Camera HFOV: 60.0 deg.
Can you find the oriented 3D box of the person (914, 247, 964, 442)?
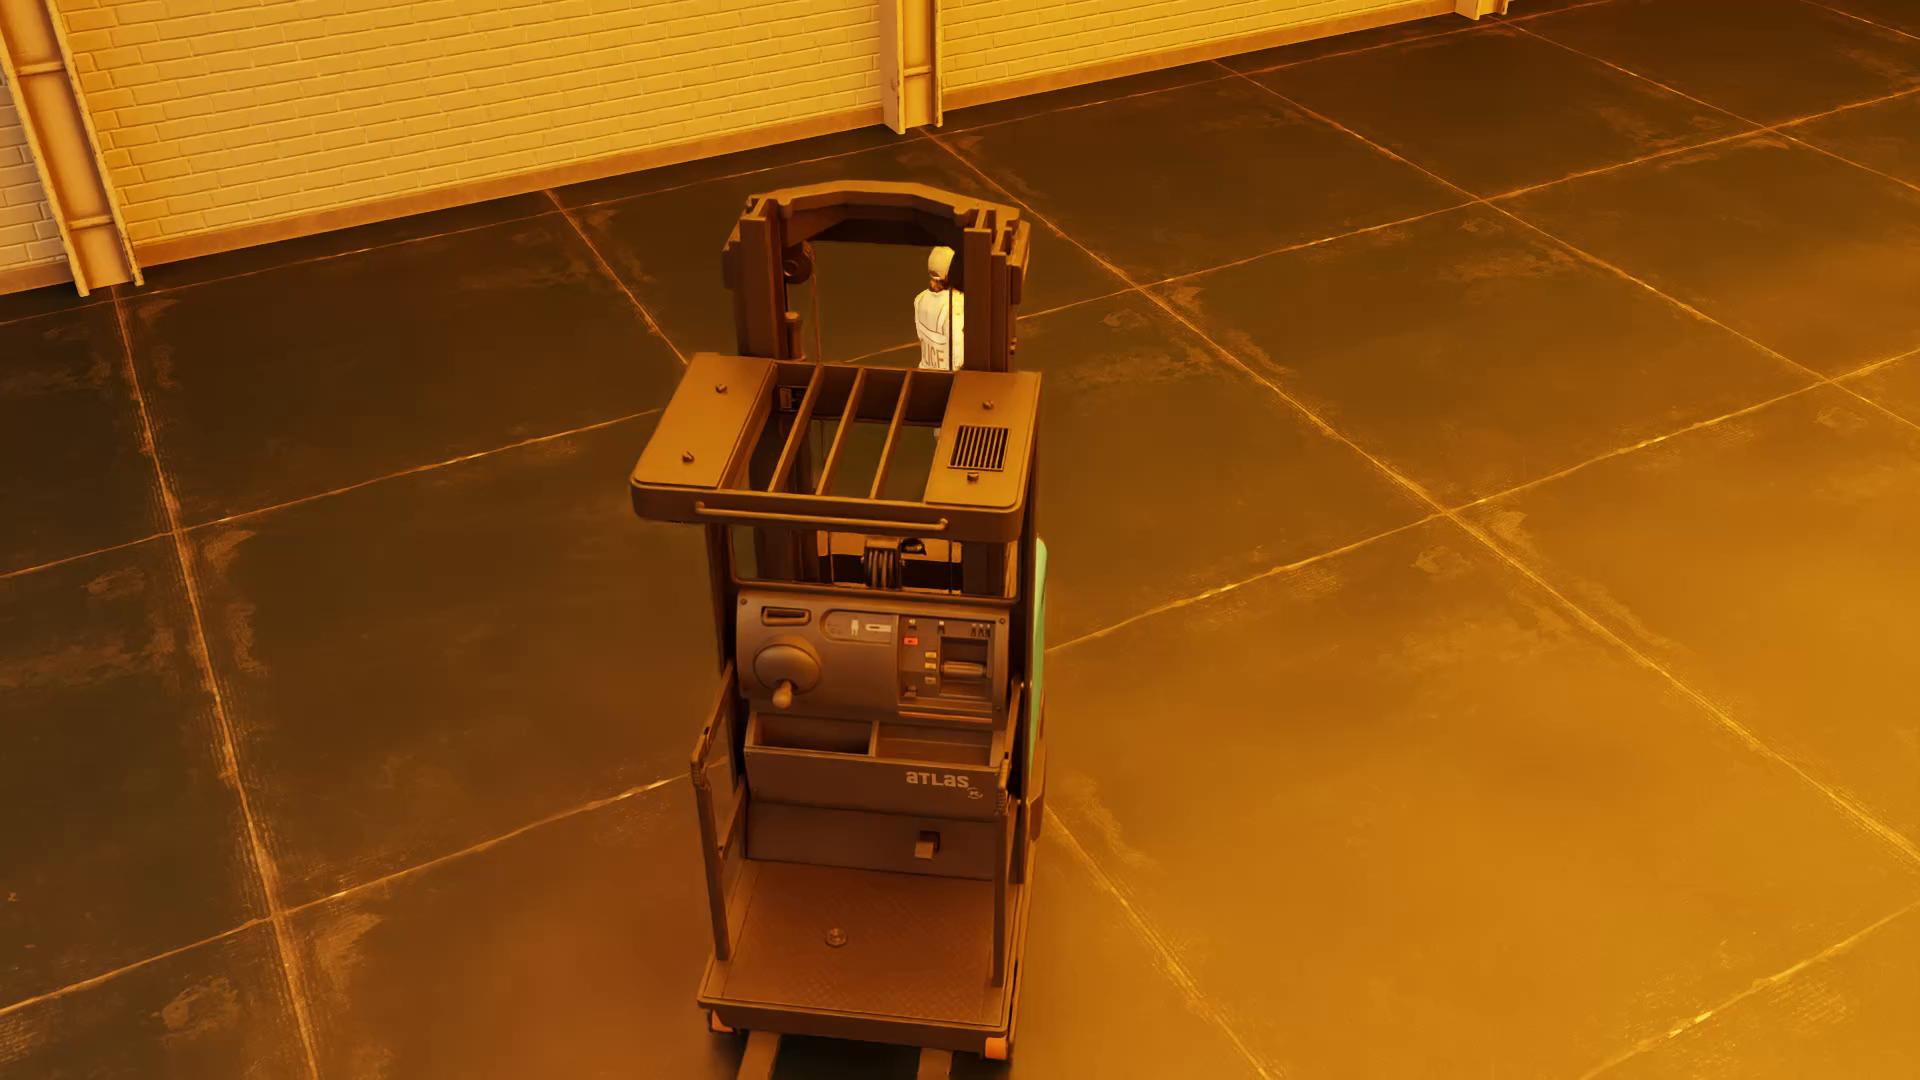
[{"bbox_3d":[0.078,-0.695,8.190,0.529,1.670,0.598,-17,39,-23],"label":"person"}]

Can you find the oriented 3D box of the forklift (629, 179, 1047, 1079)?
[{"bbox_3d":[-0.323,0.462,5.469,1.130,2.935,3.031,4,35,6],"label":"forklift"}]
